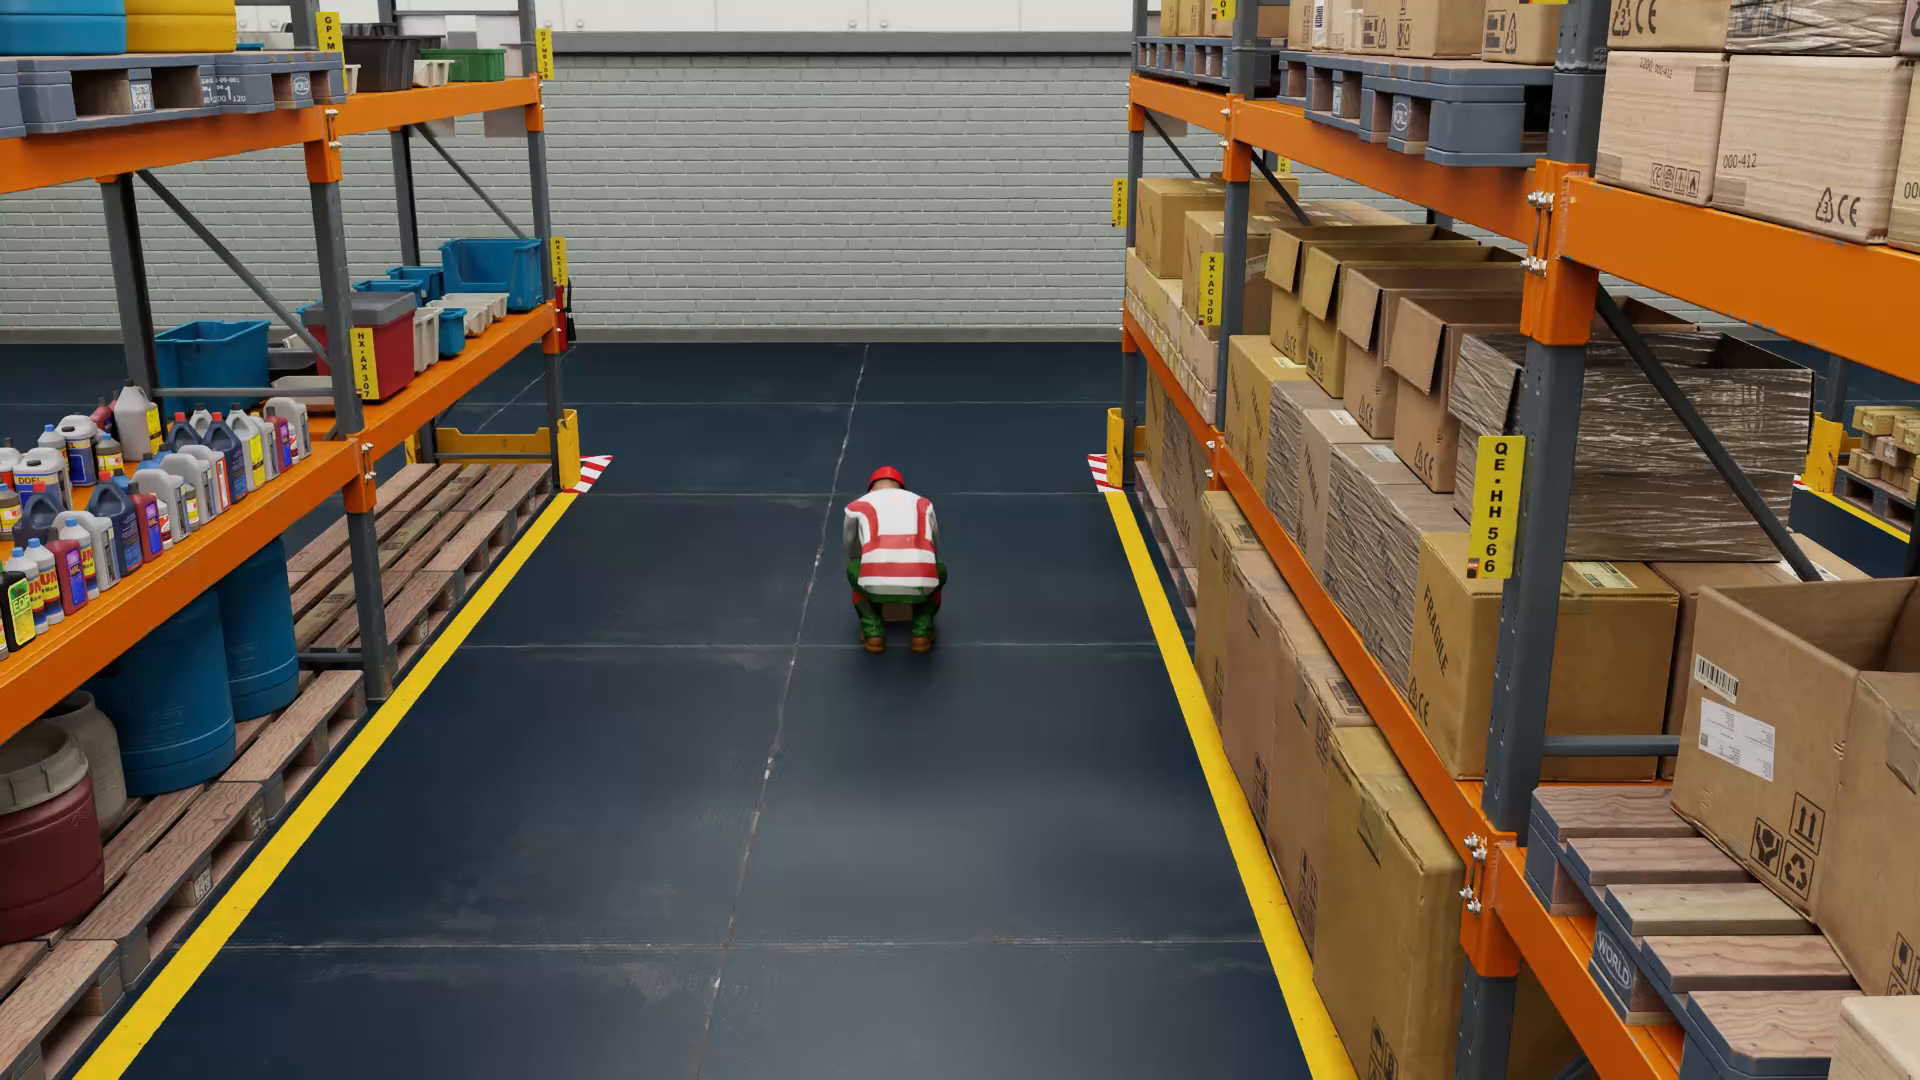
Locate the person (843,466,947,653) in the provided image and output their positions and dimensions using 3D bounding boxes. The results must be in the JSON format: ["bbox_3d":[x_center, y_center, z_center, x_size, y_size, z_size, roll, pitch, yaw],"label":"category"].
[{"bbox_3d":[-0.346,0.122,8.794,0.557,0.877,0.896,0,17,-1],"label":"person"}]
